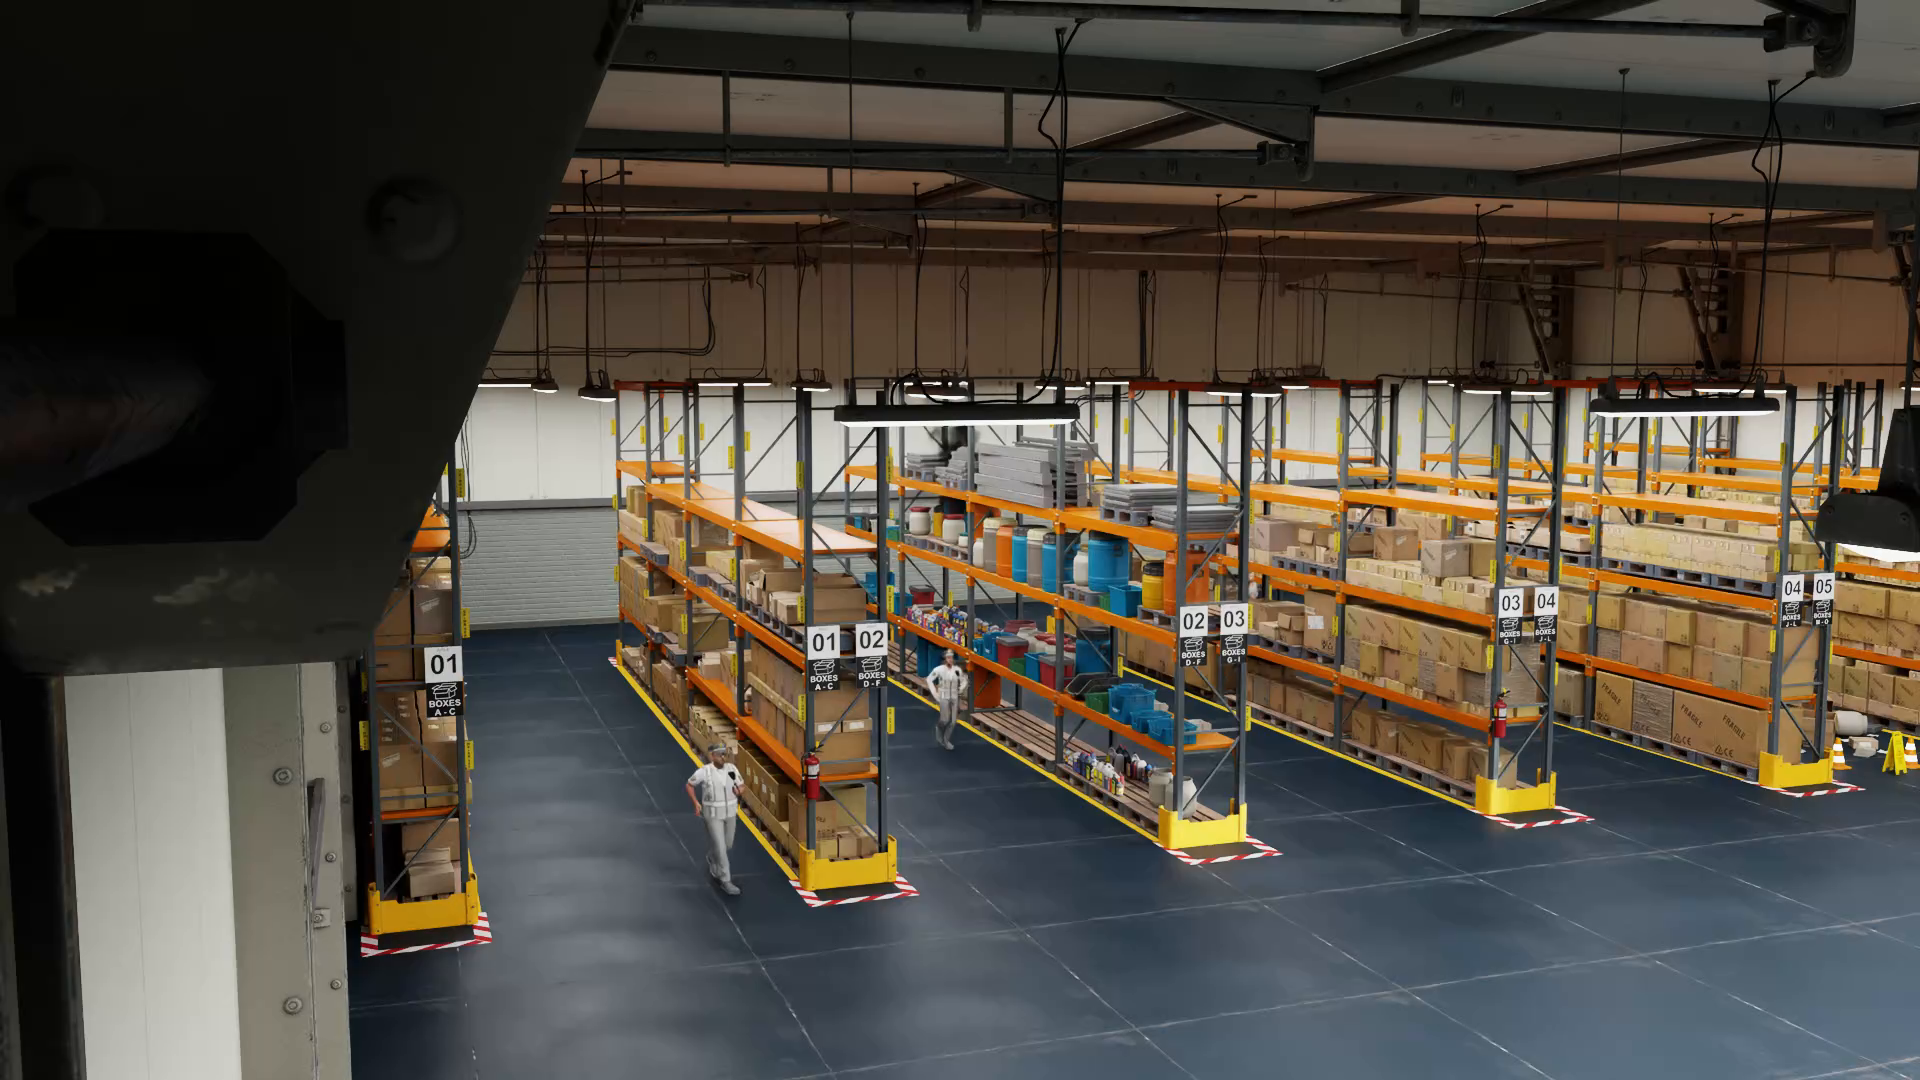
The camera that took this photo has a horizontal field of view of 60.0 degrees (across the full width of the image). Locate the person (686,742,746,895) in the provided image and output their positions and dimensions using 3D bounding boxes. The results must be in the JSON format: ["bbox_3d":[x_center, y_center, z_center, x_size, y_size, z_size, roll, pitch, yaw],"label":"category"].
[{"bbox_3d":[-2.880,3.305,20.044,0.664,1.756,0.964,-4,7,-35],"label":"person"}]

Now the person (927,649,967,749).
[{"bbox_3d":[-0.179,2.617,27.318,0.662,1.664,0.510,-2,6,-17],"label":"person"}]

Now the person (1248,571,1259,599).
[{"bbox_3d":[6.494,1.546,37.378,0.577,1.726,0.791,-2,6,-19],"label":"person"}]
